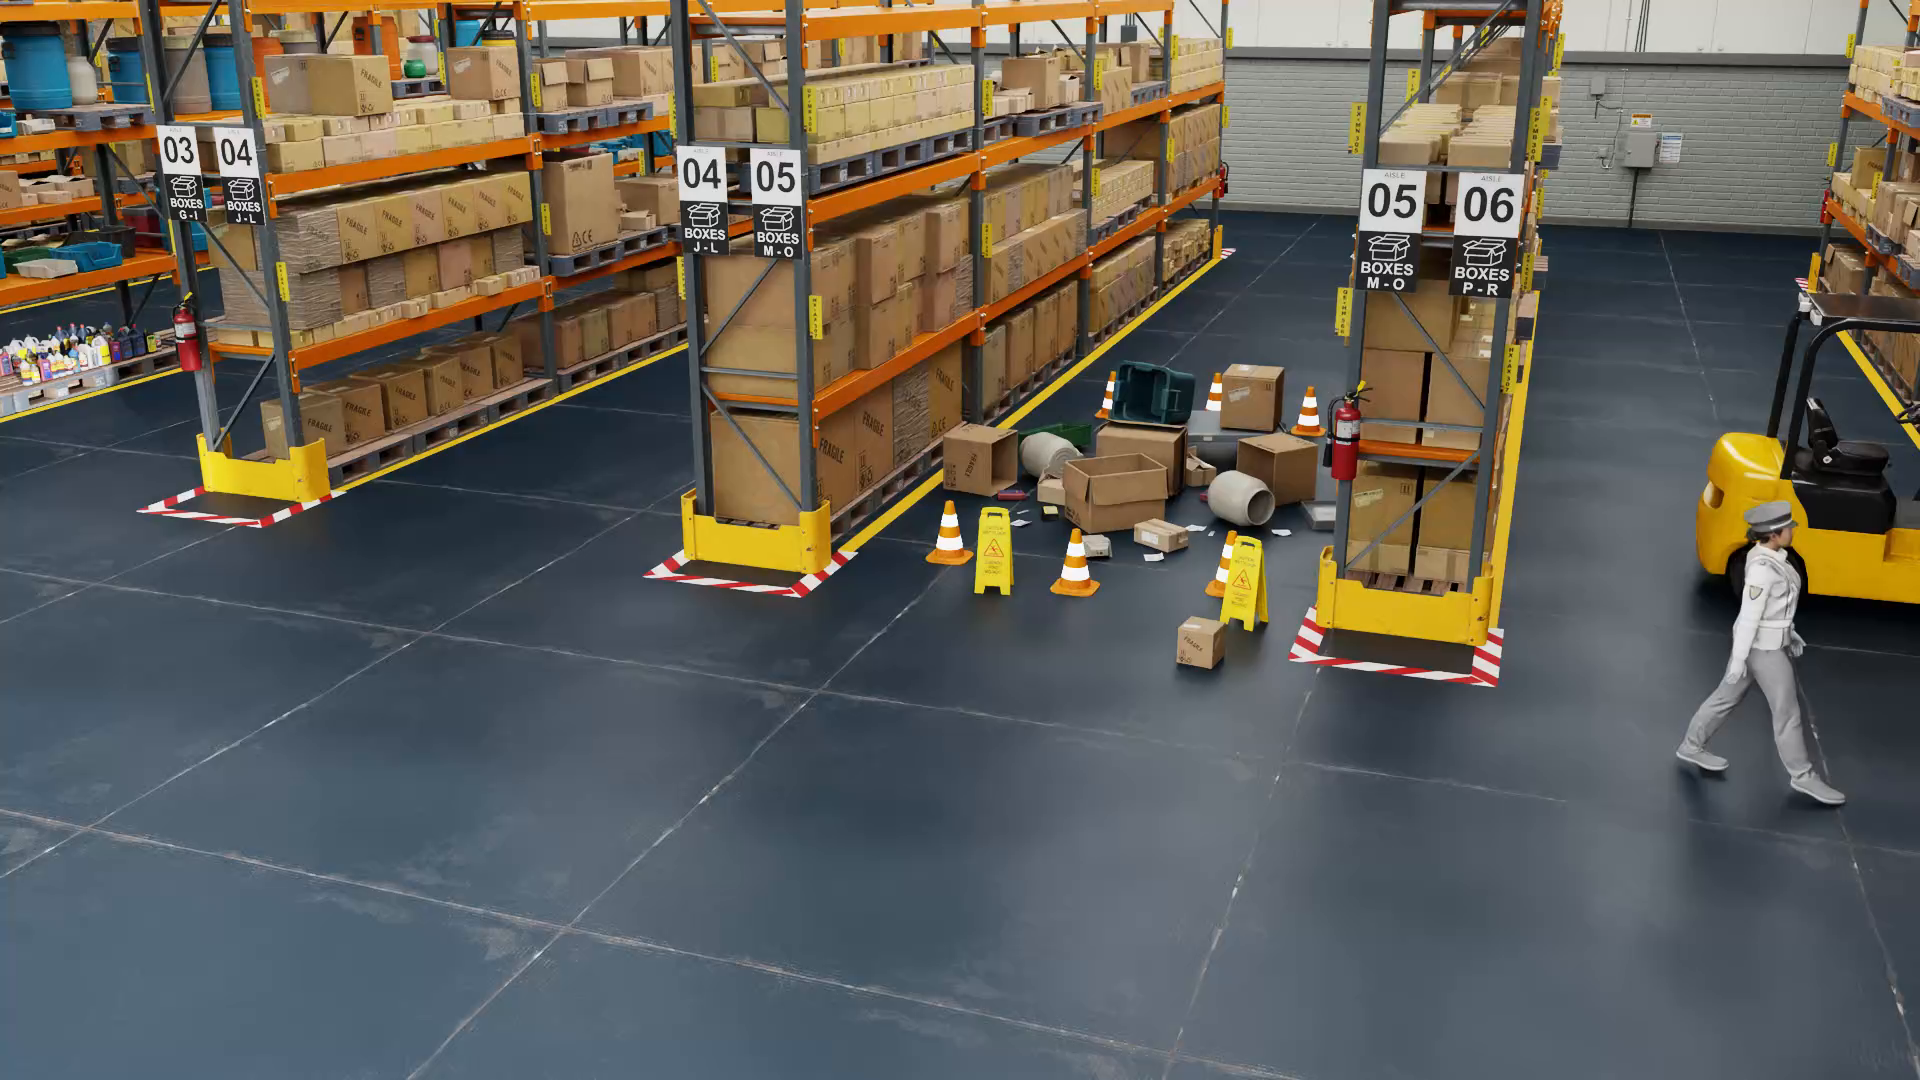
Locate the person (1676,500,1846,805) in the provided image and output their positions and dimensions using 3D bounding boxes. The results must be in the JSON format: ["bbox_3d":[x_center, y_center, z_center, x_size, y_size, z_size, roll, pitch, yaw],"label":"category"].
[{"bbox_3d":[4.581,0.579,9.278,0.872,1.653,0.518,8,20,22],"label":"person"}]
